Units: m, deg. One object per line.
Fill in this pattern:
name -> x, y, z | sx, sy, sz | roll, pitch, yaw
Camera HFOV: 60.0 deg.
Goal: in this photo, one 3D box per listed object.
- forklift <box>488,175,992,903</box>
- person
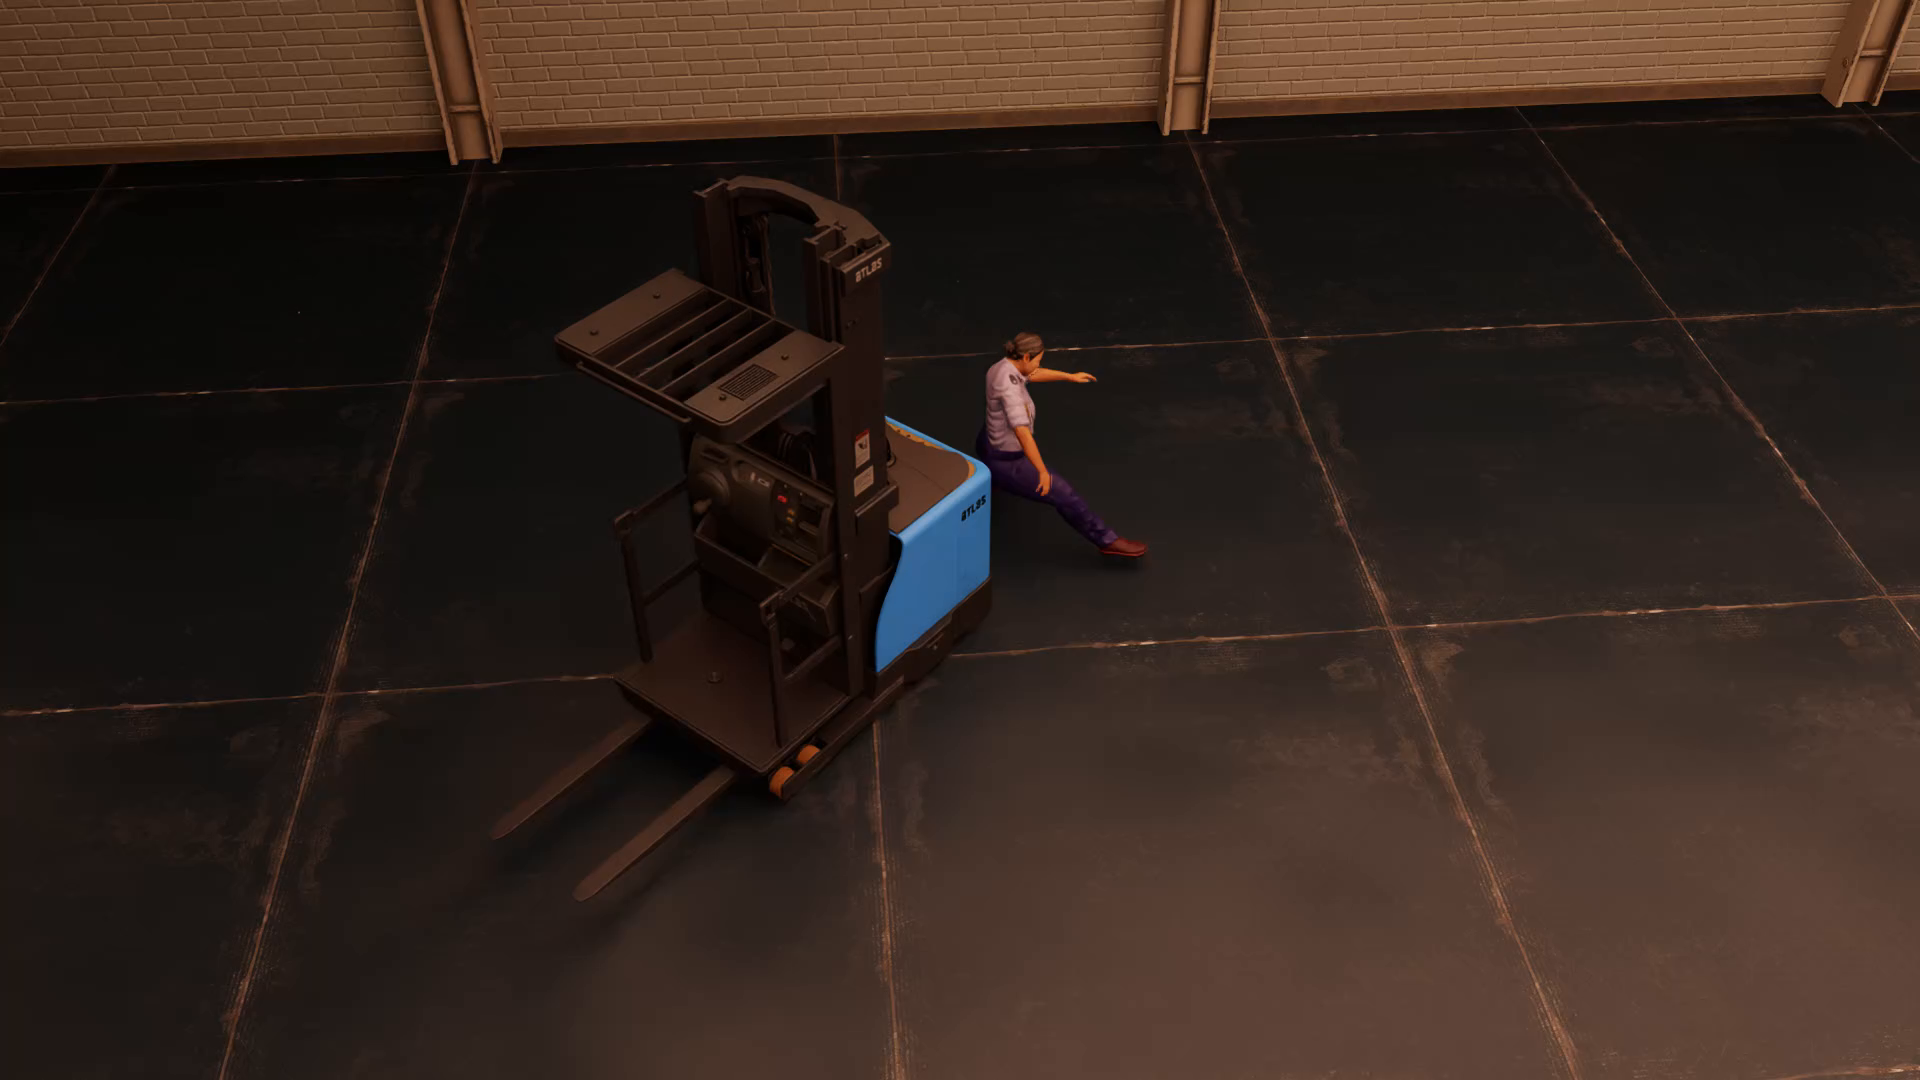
forklift -> -1.122, -0.140, 8.101 | 1.130, 2.935, 3.031 | 27, 47, 28
person -> 0.569, -0.606, 9.857 | 1.045, 1.400, 0.942 | -3, 41, -4
